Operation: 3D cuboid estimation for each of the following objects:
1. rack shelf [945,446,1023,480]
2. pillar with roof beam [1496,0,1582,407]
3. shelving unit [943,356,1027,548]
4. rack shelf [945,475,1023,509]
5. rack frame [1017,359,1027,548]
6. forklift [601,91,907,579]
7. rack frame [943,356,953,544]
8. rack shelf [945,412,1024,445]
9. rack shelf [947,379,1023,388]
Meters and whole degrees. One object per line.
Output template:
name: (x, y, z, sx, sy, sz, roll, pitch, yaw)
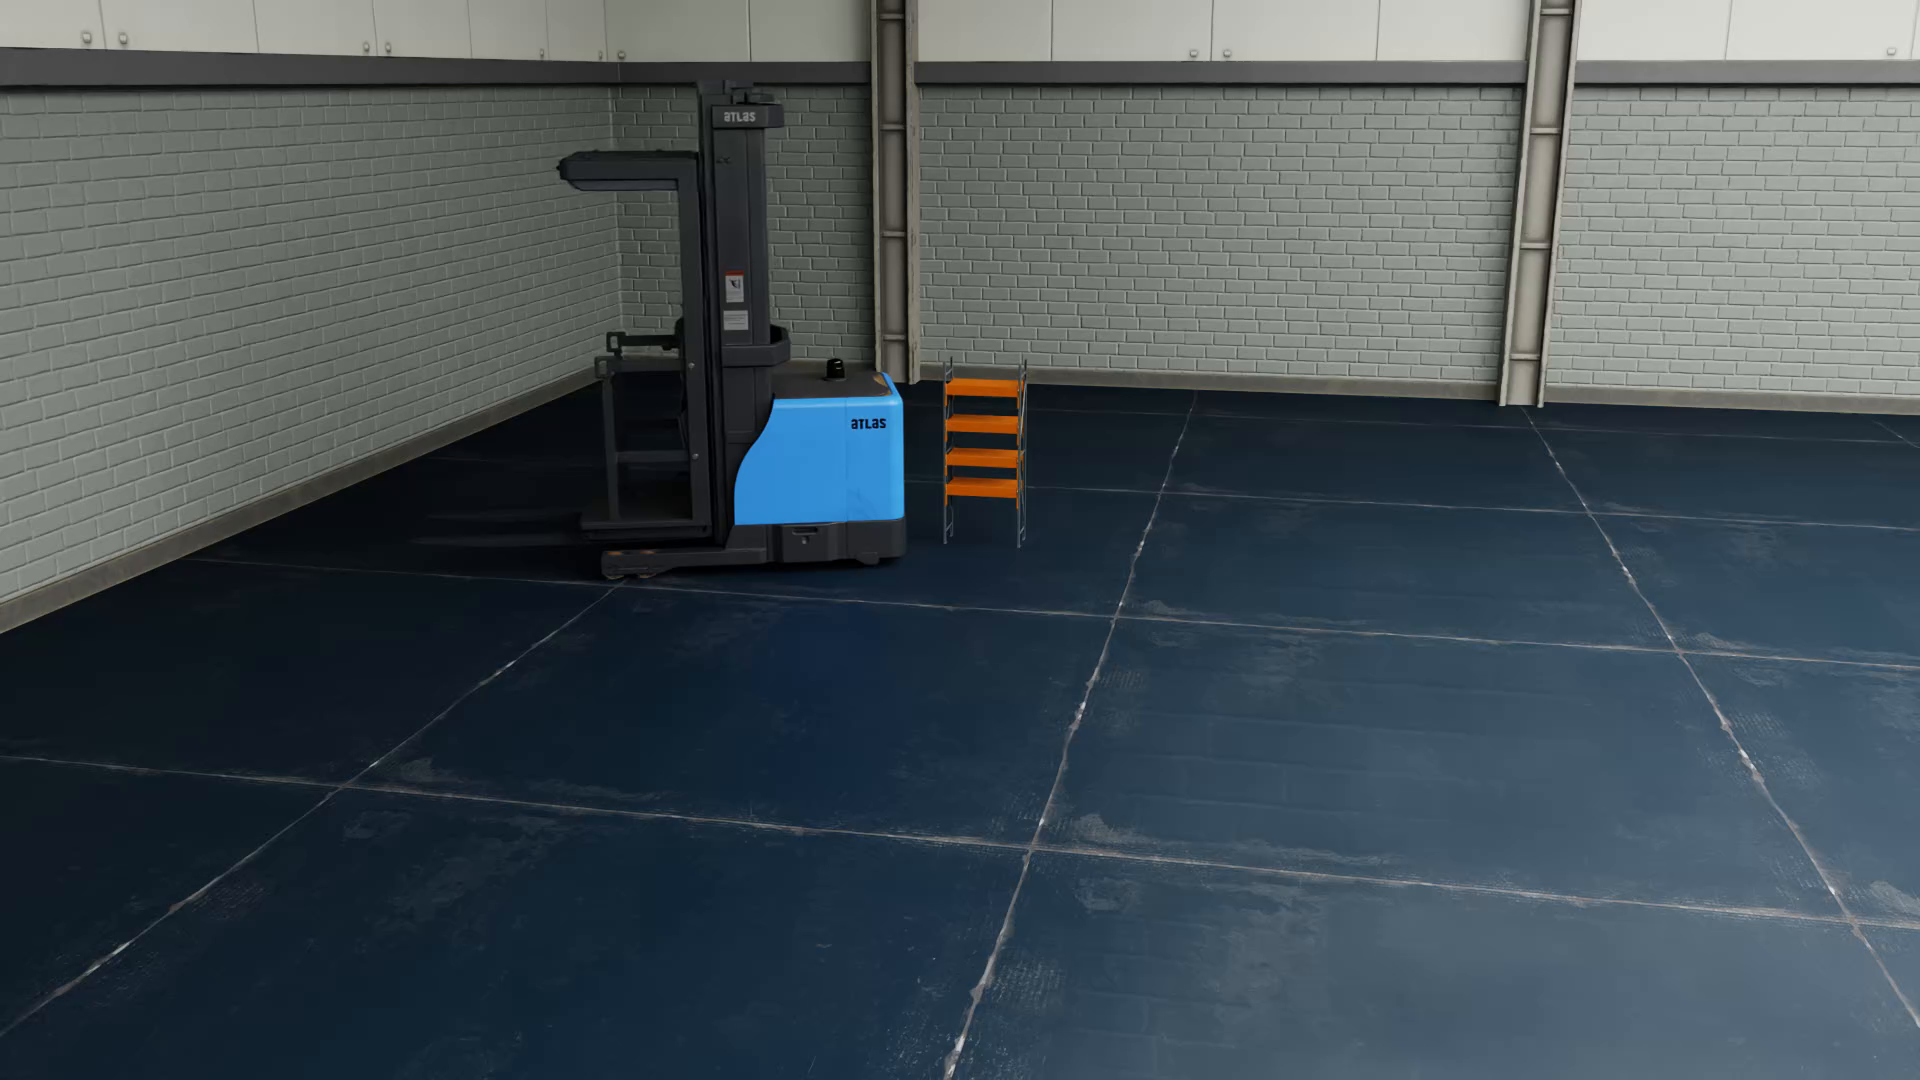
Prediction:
rack shelf: (13.656, -0.373, 7.828, 28.088, 1.490, 0.597, 3, 16, 11)
pillar with roof beam: (4.397, -4.493, 10.357, 0.400, 9.000, 9.100, 3, 16, 11)
shelving unit: (13.650, -0.152, 7.890, 28.100, 1.949, 0.597, 3, 16, 11)
rack shelf: (0.162, -0.313, 10.871, 0.480, 0.148, 0.258, 3, 16, 11)
rack frame: (0.401, -0.556, 10.753, 0.015, 1.200, 0.240, 3, 16, 11)
forklift: (-1.352, -1.312, 10.356, 1.939, 2.867, 1.129, -2, 16, -7)
rack frame: (-0.077, -0.582, 10.847, 0.015, 1.200, 0.240, 3, 16, 11)
rack shelf: (0.162, -0.720, 10.758, 0.480, 0.148, 0.258, 3, 16, 11)
rack shelf: (0.162, -0.986, 10.685, 0.457, 0.050, 0.221, 3, 16, 11)
